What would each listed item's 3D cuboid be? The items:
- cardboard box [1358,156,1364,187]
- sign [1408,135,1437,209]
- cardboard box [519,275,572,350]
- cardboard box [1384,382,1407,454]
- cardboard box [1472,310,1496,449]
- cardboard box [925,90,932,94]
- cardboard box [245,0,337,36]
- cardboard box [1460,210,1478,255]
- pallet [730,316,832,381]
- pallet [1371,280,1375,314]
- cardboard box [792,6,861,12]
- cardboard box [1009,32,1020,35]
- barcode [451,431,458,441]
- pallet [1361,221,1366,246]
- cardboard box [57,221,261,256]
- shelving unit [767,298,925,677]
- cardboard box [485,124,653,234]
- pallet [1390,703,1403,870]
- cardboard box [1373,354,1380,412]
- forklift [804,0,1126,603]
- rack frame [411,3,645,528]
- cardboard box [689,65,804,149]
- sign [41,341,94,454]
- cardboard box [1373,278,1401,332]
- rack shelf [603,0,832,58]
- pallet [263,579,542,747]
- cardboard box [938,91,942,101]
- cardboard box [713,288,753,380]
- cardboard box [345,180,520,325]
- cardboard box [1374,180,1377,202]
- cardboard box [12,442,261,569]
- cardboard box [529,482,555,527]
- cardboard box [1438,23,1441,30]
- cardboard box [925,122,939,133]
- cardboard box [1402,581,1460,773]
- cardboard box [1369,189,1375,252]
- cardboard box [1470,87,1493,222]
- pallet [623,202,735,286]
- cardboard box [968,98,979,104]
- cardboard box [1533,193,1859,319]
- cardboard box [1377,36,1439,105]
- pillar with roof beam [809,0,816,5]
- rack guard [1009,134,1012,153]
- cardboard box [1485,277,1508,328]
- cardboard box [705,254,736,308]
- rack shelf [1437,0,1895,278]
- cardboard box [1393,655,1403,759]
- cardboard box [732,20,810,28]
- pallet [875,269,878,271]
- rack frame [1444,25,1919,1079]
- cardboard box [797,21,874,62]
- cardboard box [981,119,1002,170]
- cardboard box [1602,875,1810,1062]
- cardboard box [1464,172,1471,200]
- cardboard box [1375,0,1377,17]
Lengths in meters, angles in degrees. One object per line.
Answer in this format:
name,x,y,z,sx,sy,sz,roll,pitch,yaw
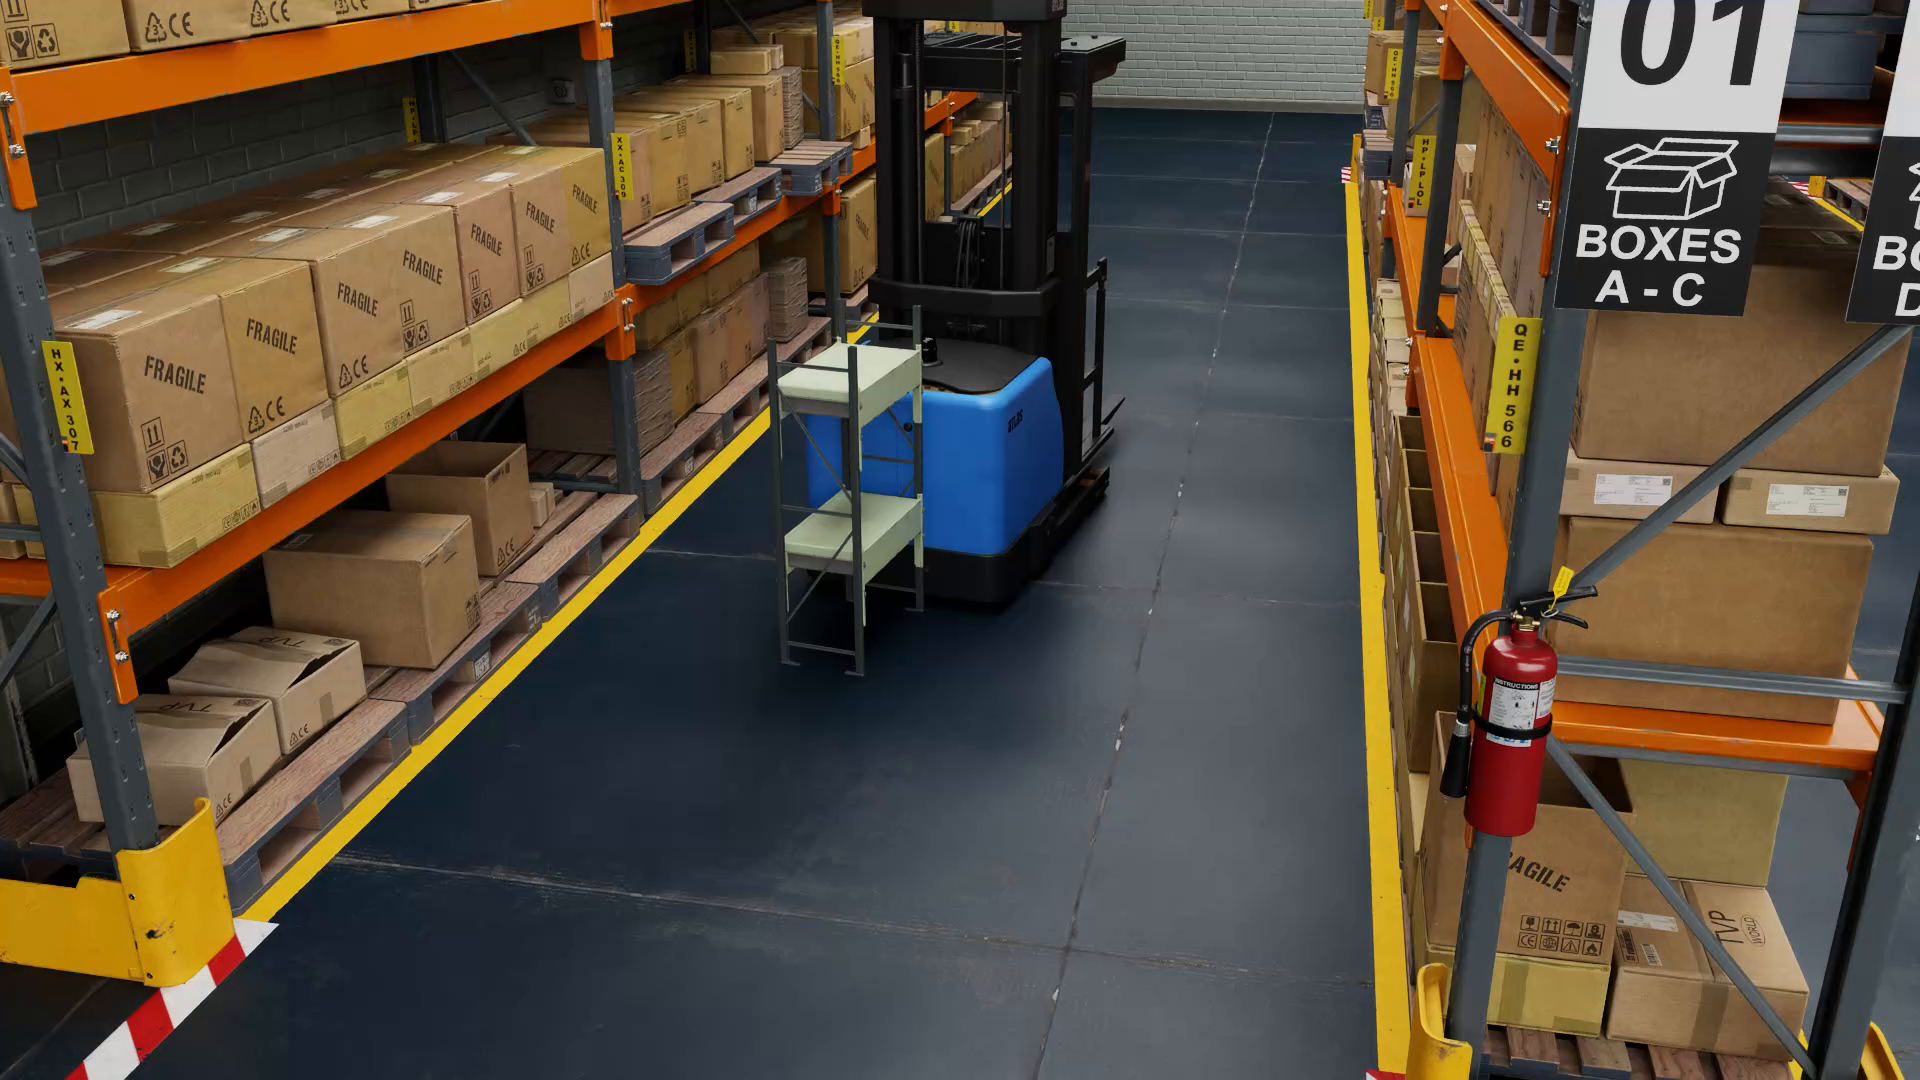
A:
cardboard box,4.484,-3.899,17.611,0.500,0.250,0.500,4,22,11
sign,2.094,-1.663,7.523,0.100,0.325,0.005,4,22,11
cardboard box,-2.132,-1.063,7.651,0.500,0.250,0.500,5,22,11
cardboard box,2.530,-0.665,8.857,0.500,0.311,0.500,5,22,12
cardboard box,2.336,-0.632,6.273,0.700,0.500,0.500,5,22,12
cardboard box,-0.532,-4.245,14.820,0.500,0.500,0.500,5,22,11
cardboard box,-2.479,-1.972,5.559,0.500,0.500,0.500,6,23,13
cardboard box,2.332,-1.297,7.056,0.380,0.149,0.250,5,22,12
pallet,-1.567,-1.385,12.009,1.003,0.211,1.213,4,22,11
pallet,3.884,-2.009,13.559,1.003,0.211,1.213,4,22,11
cardboard box,-1.137,-4.444,14.311,0.500,0.250,0.500,4,22,9
cardboard box,0.132,-5.841,18.941,0.980,0.700,0.700,5,23,13
barcode,-2.568,-0.515,8.445,0.001,0.075,0.075,4,22,11
pallet,4.401,-3.008,16.040,1.003,0.211,1.213,4,22,11
cardboard box,-2.937,-0.887,6.211,0.500,0.500,0.500,4,22,9
shelving unit,-0.489,-0.247,7.460,0.431,1.500,0.755,8,23,18
cardboard box,-2.085,-1.935,8.920,0.700,0.500,0.500,5,22,11
pallet,2.178,0.904,6.326,1.003,0.211,1.213,4,22,11
cardboard box,2.848,-0.963,10.348,0.500,0.250,0.500,4,22,10
forklift,0.213,-1.581,8.855,1.130,2.935,3.031,8,23,18
rack frame,-2.223,-1.501,8.565,1.000,3.000,0.127,4,22,11
cardboard box,-1.493,-3.042,11.668,0.700,0.500,0.500,2,22,5
sign,-2.508,-0.398,4.668,0.100,0.325,0.005,4,22,11
cardboard box,3.049,-1.598,11.174,0.500,0.311,0.500,5,23,13
rack shelf,-1.814,-3.290,9.955,1.077,0.370,4.000,4,22,11
pallet,-2.572,0.488,7.358,1.003,0.211,1.213,4,22,11
cardboard box,-0.382,-4.174,15.512,0.380,0.149,0.250,5,22,11
cardboard box,-1.795,-1.378,11.016,0.700,0.500,0.500,4,22,11
cardboard box,-2.226,-1.226,7.052,0.500,0.500,0.500,4,22,9
cardboard box,3.719,-2.919,13.839,0.500,0.250,0.500,5,22,11
cardboard box,-2.628,-0.132,5.340,0.500,0.250,0.500,4,22,9
cardboard box,-2.302,-0.193,8.521,0.380,0.166,0.250,2,22,4
cardboard box,4.736,-4.900,15.533,0.500,0.500,0.500,4,22,9
cardboard box,-0.402,-4.280,17.381,0.380,0.149,0.250,4,22,9
cardboard box,1.819,0.485,5.748,0.500,0.500,0.500,4,22,11
cardboard box,3.825,-2.741,14.401,0.500,0.500,0.500,5,22,12
cardboard box,2.543,-1.610,6.966,0.700,0.500,0.500,5,22,11
pallet,-1.924,-1.680,9.267,1.003,0.211,1.213,4,22,11
cardboard box,0.011,-5.023,19.226,0.380,0.149,0.250,5,22,11
cardboard box,2.032,-0.692,4.686,0.700,0.500,0.500,4,22,10
cardboard box,3.866,-3.879,13.774,0.700,0.500,0.500,8,23,19
pillar with roof beam,2.920,-7.203,14.693,9.100,9.000,0.400,4,22,11
rack guard,0.231,-4.739,19.951,1.175,0.500,0.348,4,22,11
cardboard box,2.071,-0.822,5.876,0.380,0.149,0.250,4,22,10
cardboard box,-1.780,-1.697,10.805,0.500,0.250,0.500,4,22,11
rack shelf,2.220,-1.451,5.389,1.077,0.370,4.000,4,22,11
cardboard box,1.926,0.651,6.341,0.500,0.250,0.500,4,22,11
cardboard box,-1.459,-3.880,12.910,0.500,0.250,0.500,4,22,9
pallet,-0.921,-2.398,14.524,1.003,0.211,1.213,4,22,11
rack frame,1.811,0.338,3.998,1.000,3.000,0.127,4,22,11
cardboard box,-0.952,-3.848,12.831,0.500,0.250,0.500,4,22,10
cardboard box,0.079,-4.478,18.742,0.700,0.500,0.500,4,22,11
cardboard box,2.139,1.240,4.879,0.500,0.250,0.500,4,22,11
cardboard box,2.908,-1.643,8.785,0.500,0.500,0.500,6,23,15
cardboard box,4.521,-5.507,17.040,0.500,0.500,0.500,5,22,12
